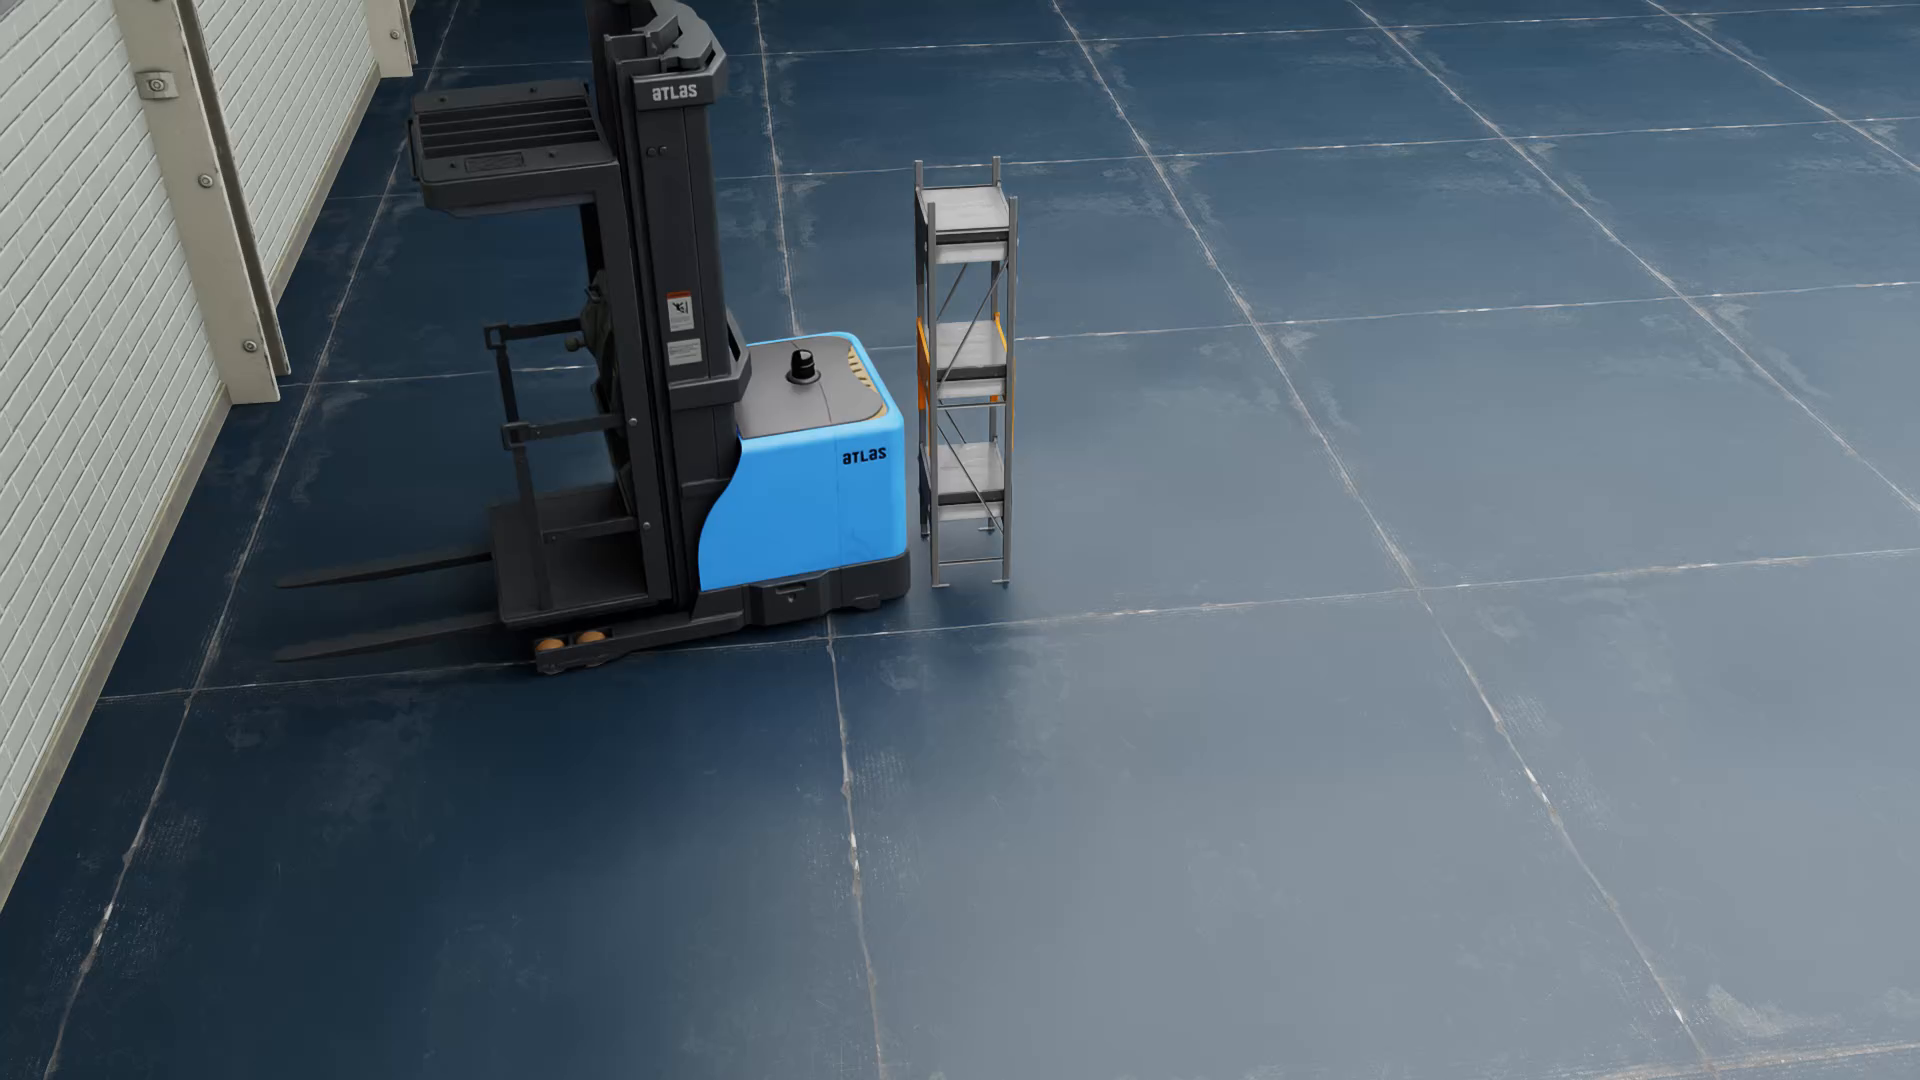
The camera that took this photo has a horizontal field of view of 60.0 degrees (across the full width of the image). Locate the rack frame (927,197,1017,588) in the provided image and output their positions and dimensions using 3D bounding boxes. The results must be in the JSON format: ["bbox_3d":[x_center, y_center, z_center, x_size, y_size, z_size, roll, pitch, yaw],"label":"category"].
[{"bbox_3d":[0.055,-0.639,7.952,0.400,2.100,0.015,-4,35,-6],"label":"rack frame"}]

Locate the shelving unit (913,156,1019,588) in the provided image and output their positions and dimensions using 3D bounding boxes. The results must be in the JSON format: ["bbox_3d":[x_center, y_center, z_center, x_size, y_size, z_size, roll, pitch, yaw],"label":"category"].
[{"bbox_3d":[0.022,-0.775,8.152,0.431,2.100,0.503,-4,35,-6],"label":"shelving unit"}]

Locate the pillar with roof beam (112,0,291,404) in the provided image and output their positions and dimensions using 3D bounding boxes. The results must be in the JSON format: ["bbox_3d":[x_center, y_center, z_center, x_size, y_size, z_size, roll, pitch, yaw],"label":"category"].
[{"bbox_3d":[-0.059,-4.987,8.206,9.100,9.000,0.400,-4,35,-6],"label":"pillar with roof beam"}]

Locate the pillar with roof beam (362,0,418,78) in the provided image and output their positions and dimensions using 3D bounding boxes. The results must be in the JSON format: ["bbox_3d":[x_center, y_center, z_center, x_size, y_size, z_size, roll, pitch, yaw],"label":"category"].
[{"bbox_3d":[-0.866,-8.335,13.119,9.100,9.000,0.400,-4,35,-6],"label":"pillar with roof beam"}]

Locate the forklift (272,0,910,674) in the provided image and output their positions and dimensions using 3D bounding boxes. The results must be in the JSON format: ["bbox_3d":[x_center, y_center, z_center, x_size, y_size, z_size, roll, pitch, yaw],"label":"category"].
[{"bbox_3d":[-1.827,-0.906,7.605,3.031,2.935,1.130,-10,36,-14],"label":"forklift"}]

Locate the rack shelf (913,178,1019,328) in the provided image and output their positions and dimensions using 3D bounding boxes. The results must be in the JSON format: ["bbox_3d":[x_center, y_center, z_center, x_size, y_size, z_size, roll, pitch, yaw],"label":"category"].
[{"bbox_3d":[0.022,-1.342,7.765,0.431,0.518,0.480,-4,35,-6],"label":"rack shelf"}]

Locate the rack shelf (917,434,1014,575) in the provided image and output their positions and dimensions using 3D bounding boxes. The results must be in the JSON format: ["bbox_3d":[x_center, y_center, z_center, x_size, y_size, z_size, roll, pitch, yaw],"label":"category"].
[{"bbox_3d":[0.022,-0.186,8.554,0.431,0.518,0.480,-4,35,-6],"label":"rack shelf"}]

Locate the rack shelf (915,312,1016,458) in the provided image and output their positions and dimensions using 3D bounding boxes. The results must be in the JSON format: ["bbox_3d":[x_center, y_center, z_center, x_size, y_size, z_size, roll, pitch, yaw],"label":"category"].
[{"bbox_3d":[0.022,-0.764,8.159,0.431,0.518,0.480,-4,35,-6],"label":"rack shelf"}]

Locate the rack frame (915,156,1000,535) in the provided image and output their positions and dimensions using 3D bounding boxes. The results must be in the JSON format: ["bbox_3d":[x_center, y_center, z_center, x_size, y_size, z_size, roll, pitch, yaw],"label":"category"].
[{"bbox_3d":[-0.011,-0.911,8.352,0.400,2.100,0.015,-4,35,-6],"label":"rack frame"}]
